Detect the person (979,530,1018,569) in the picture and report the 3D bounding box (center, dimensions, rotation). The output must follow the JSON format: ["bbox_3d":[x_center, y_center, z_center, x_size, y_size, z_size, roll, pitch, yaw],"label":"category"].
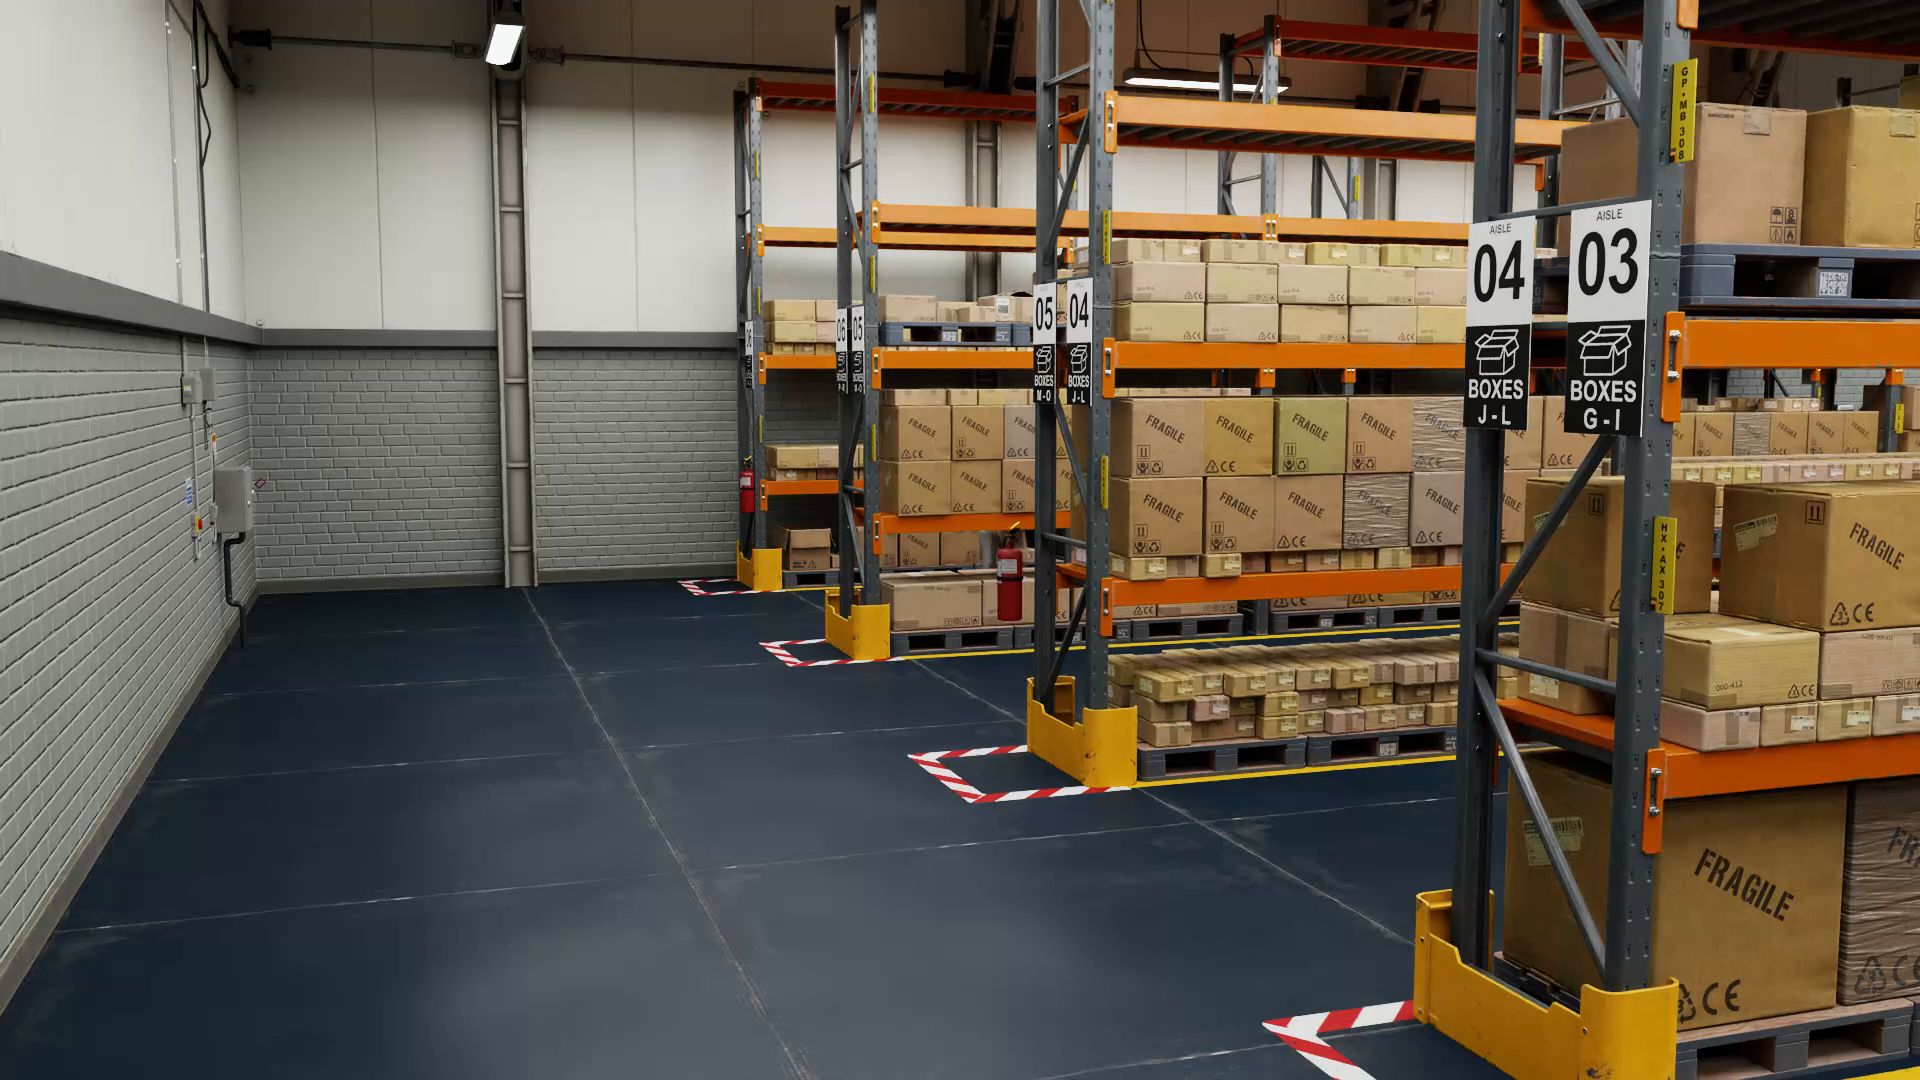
[{"bbox_3d":[0.462,-0.047,18.147,0.452,1.662,0.536,-2,6,-19],"label":"person"}]
